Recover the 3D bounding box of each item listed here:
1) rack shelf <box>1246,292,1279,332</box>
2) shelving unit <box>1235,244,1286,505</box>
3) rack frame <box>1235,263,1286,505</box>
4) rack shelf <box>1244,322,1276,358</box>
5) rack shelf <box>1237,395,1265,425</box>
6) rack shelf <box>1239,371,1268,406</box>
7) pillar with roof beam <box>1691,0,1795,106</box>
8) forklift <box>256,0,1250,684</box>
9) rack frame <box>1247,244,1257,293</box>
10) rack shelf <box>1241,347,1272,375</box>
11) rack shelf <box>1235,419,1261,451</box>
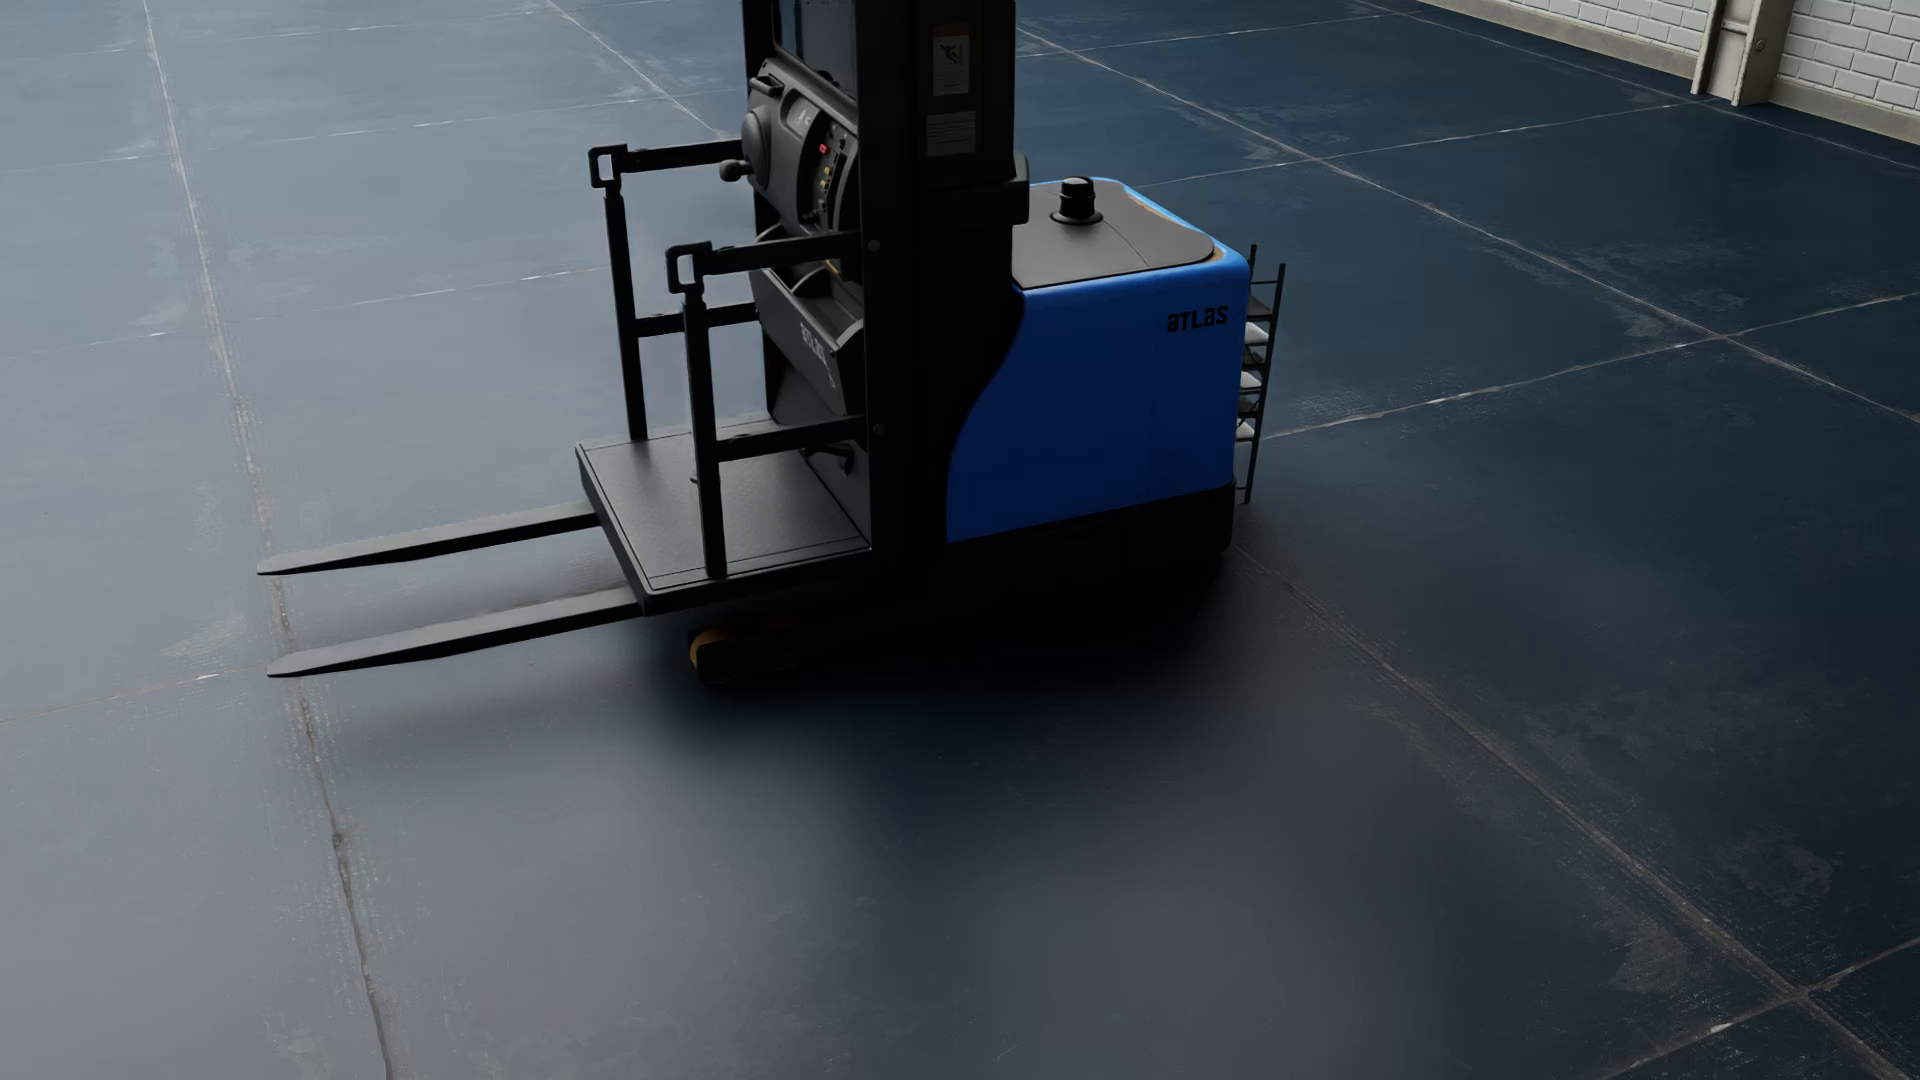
[{"bbox_3d":[0.931,-0.771,5.707,0.258,0.077,0.200,-7,30,-18],"label":"rack shelf"},{"bbox_3d":[0.918,-0.563,5.819,0.258,0.900,0.210,-7,30,-18],"label":"shelving unit"},{"bbox_3d":[0.952,-0.516,5.736,0.240,0.900,0.006,-7,30,-18],"label":"rack frame"},{"bbox_3d":[0.926,-0.692,5.750,0.258,0.077,0.200,-7,30,-18],"label":"rack shelf"},{"bbox_3d":[0.912,-0.455,5.878,0.258,0.077,0.200,-7,30,-18],"label":"rack shelf"},{"bbox_3d":[0.917,-0.534,5.835,0.258,0.077,0.200,-7,30,-18],"label":"rack shelf"},{"bbox_3d":[1.190,-5.943,7.149,9.100,9.000,0.400,-13,32,-22],"label":"pillar with roof beam"},{"bbox_3d":[-0.656,-1.141,4.788,3.031,2.935,1.130,-12,31,-20],"label":"forklift"},{"bbox_3d":[0.885,-0.610,5.903,0.240,0.900,0.006,-7,30,-18],"label":"rack frame"},{"bbox_3d":[0.921,-0.613,5.793,0.258,0.077,0.200,-7,30,-18],"label":"rack shelf"},{"bbox_3d":[0.907,-0.376,5.920,0.258,0.077,0.200,-7,30,-18],"label":"rack shelf"}]
